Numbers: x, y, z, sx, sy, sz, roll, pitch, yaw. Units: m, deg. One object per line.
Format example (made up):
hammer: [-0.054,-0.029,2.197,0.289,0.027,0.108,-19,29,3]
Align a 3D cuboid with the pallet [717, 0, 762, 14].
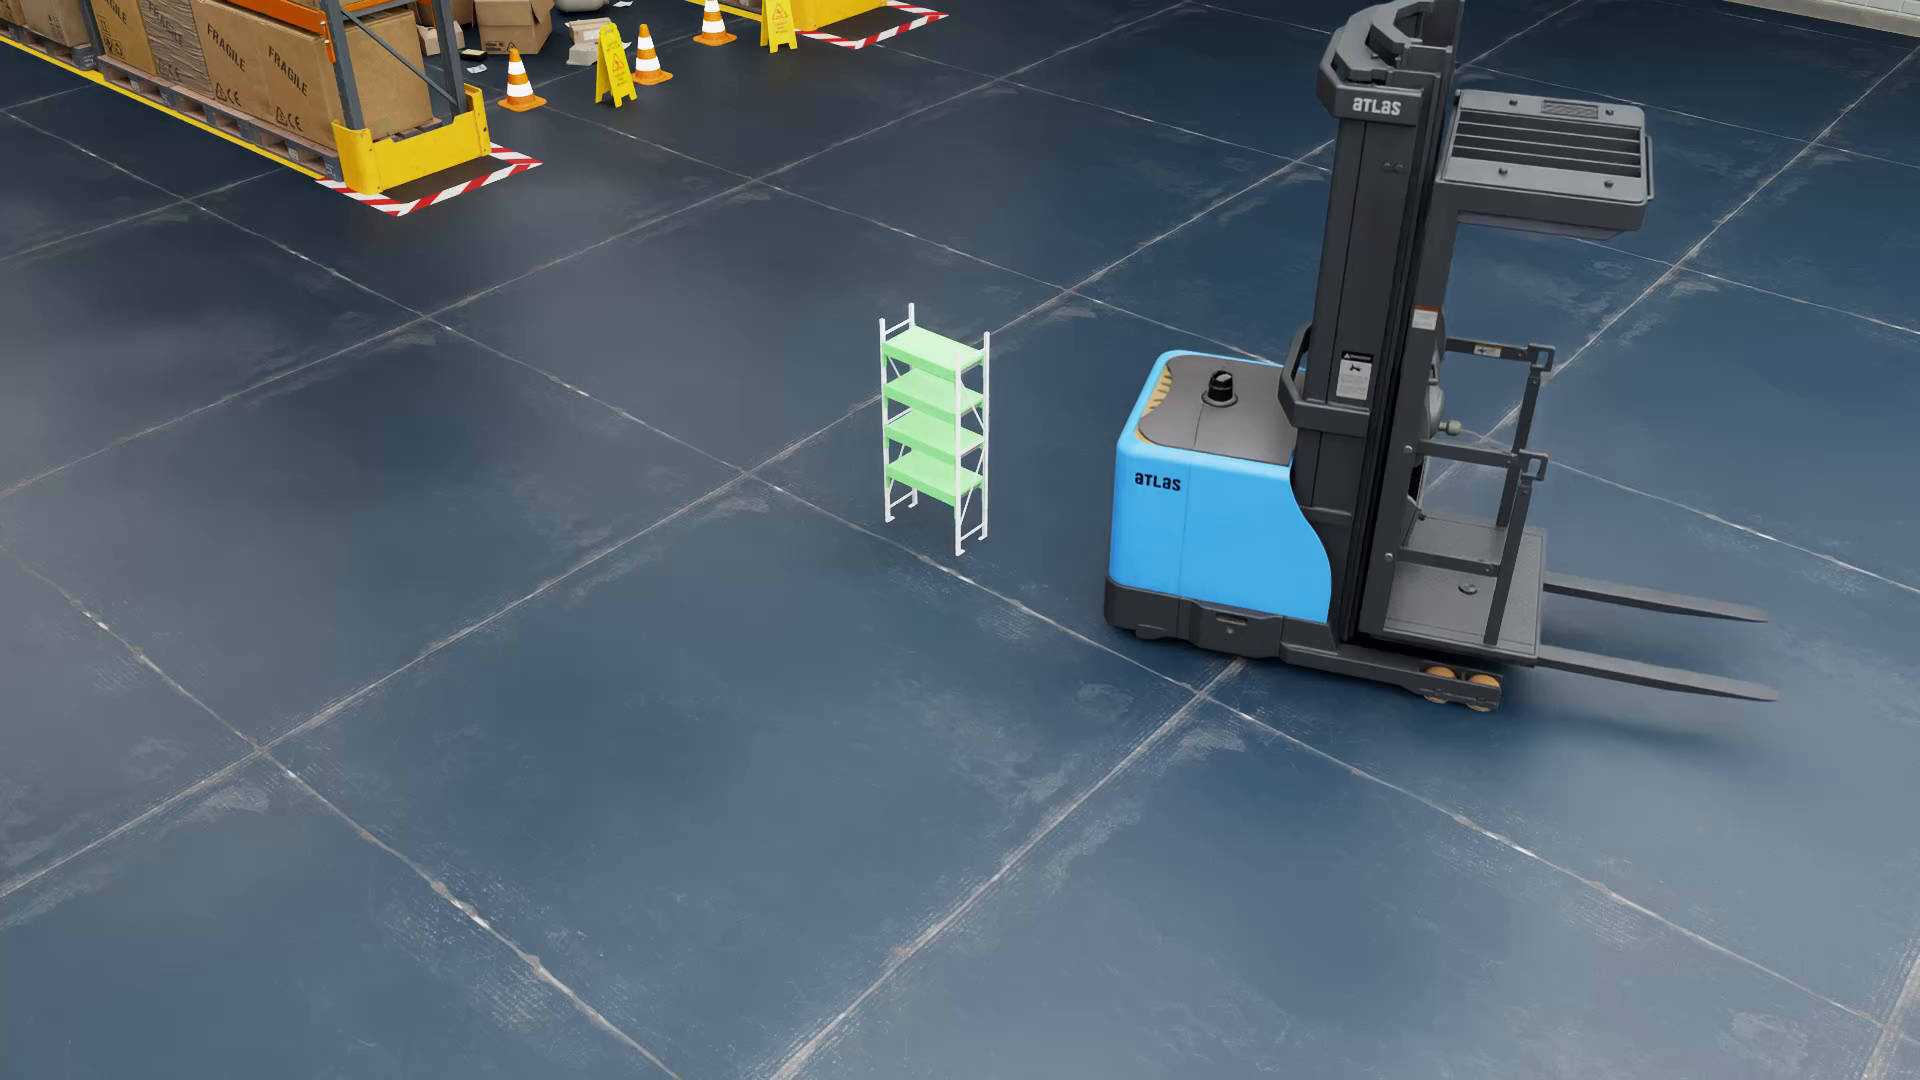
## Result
pallet: [-1.800,-5.524,16.607,1.213,0.211,1.003,25,42,32]

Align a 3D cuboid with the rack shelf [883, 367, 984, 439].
rack shelf: [-0.127,-0.700,8.398,0.480,0.148,0.258,25,42,32]

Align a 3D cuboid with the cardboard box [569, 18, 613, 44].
cardboard box: [-3.439,-4.757,15.545,0.380,0.149,0.250,-12,36,-17]

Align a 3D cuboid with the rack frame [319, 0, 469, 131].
rack frame: [-4.229,-4.146,12.137,0.127,3.000,1.000,25,42,32]

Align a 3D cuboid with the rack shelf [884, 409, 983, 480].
rack shelf: [-0.127,-0.502,8.534,0.480,0.148,0.258,25,42,32]

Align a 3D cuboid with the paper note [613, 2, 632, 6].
paper note: [-3.334,-5.311,16.456,0.148,0.019,0.142,12,36,16]

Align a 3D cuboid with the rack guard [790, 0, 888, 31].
rack guard: [-1.198,-5.333,16.074,0.348,0.500,1.175,25,42,32]

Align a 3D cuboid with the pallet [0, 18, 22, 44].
pallet: [-8.887,-5.134,16.039,1.213,0.211,1.003,25,42,32]

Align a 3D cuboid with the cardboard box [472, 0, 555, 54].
cardboard box: [-4.110,-4.842,15.356,0.637,0.503,0.797,0,34,0]

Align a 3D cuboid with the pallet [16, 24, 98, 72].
pallet: [-7.945,-4.692,15.396,1.213,0.211,1.003,25,42,32]

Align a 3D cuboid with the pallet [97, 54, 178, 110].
pallet: [-6.769,-4.136,14.586,1.213,0.211,1.003,25,42,32]

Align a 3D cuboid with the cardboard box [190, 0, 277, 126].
cardboard box: [-5.470,-3.978,13.398,0.875,0.875,0.875,25,41,31]

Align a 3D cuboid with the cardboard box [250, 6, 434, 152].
cardboard box: [-4.793,-3.660,12.936,0.875,0.875,0.875,26,42,32]

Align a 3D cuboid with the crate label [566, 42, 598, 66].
crate label: [-3.389,-4.402,15.039,0.298,0.136,0.250,6,35,8]

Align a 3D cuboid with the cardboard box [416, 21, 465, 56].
cardboard box: [-4.804,-4.646,15.281,0.396,0.266,0.258,-26,42,-32]

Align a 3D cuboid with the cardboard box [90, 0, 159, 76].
cardboard box: [-6.865,-4.634,14.354,0.875,0.875,0.875,26,42,32]

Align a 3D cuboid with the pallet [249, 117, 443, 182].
pallet: [-4.894,-3.252,13.299,1.213,0.211,1.003,25,42,32]

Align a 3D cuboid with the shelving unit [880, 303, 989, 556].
shelving unit: [-0.127,-0.555,8.498,0.503,1.200,0.258,25,42,32]

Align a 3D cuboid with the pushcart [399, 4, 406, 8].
pushcart: [-5.634,-5.694,16.708,0.936,0.377,1.648,12,36,16]

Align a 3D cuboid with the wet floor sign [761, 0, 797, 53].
wet floor sign: [-1.679,-4.831,15.215,0.267,0.644,0.232,-18,38,-25]

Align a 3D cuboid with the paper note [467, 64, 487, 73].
paper note: [-4.316,-4.213,14.859,0.144,0.017,0.142,-18,38,-25]

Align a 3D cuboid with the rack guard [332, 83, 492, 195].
rack guard: [-4.211,-3.107,12.832,0.348,0.500,1.175,25,42,32]

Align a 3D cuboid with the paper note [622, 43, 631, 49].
paper note: [-3.140,-4.589,15.405,0.142,0.019,0.148,12,36,16]

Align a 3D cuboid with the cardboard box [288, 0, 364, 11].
cardboard box: [-4.544,-4.322,12.262,0.550,0.550,0.875,25,42,32]

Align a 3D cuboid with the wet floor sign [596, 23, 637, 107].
wet floor sign: [-2.940,-4.026,14.043,0.232,0.644,0.267,18,38,24]

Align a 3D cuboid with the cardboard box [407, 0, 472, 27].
cardboard box: [-4.834,-5.233,15.805,0.503,0.637,0.797,25,42,32]

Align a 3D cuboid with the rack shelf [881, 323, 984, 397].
rack shelf: [-0.127,-0.898,8.262,0.480,0.148,0.258,25,42,32]

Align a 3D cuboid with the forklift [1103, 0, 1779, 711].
forklift: [2.274,-0.763,7.273,3.031,2.935,1.130,10,36,15]

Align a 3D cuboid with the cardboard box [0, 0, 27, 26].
cardboard box: [-8.577,-5.377,15.547,0.750,0.750,1.050,25,42,32]

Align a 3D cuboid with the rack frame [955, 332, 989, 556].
rack frame: [0.060,-0.466,8.369,0.015,1.200,0.240,25,42,32]

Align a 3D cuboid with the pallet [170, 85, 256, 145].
pallet: [-5.827,-3.694,13.942,1.213,0.211,1.003,25,42,32]

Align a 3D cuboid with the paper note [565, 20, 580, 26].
paper note: [-3.697,-4.957,15.951,0.148,0.019,0.142,-18,38,-25]

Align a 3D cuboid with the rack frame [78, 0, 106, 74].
rack frame: [-7.303,-5.595,14.247,0.127,3.000,1.000,25,42,32]

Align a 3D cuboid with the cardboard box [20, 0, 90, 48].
cardboard box: [-7.838,-5.026,15.035,0.750,0.750,1.050,25,42,32]

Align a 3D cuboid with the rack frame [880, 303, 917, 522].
rack frame: [-0.315,-0.643,8.626,0.015,1.200,0.240,25,42,32]

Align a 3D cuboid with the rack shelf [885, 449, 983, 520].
rack shelf: [-0.127,-0.304,8.670,0.480,0.148,0.258,25,42,32]

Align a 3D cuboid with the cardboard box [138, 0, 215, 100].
cardboard box: [-6.170,-4.309,13.880,0.875,0.875,0.875,26,42,32]

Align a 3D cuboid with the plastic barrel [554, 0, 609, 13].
plastic barrel: [-3.696,-5.364,16.186,0.512,0.421,0.421,-6,35,-8]

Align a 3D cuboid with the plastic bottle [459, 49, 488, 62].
plastic bottle: [-4.448,-4.409,15.116,0.283,0.061,0.133,12,36,16]

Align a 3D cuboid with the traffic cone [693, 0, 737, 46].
traffic cone: [-2.296,-4.885,15.454,0.334,0.463,0.336,25,42,32]

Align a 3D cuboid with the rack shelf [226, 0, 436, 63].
rack shelf: [-5.766,-4.574,13.396,4.000,0.370,1.077,25,42,32]

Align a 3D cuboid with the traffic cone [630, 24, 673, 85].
traffic cone: [-2.745,-4.279,14.572,0.334,0.463,0.336,25,42,32]

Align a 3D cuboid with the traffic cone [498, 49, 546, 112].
traffic cone: [-3.729,-3.910,14.035,0.334,0.463,0.336,25,42,32]
